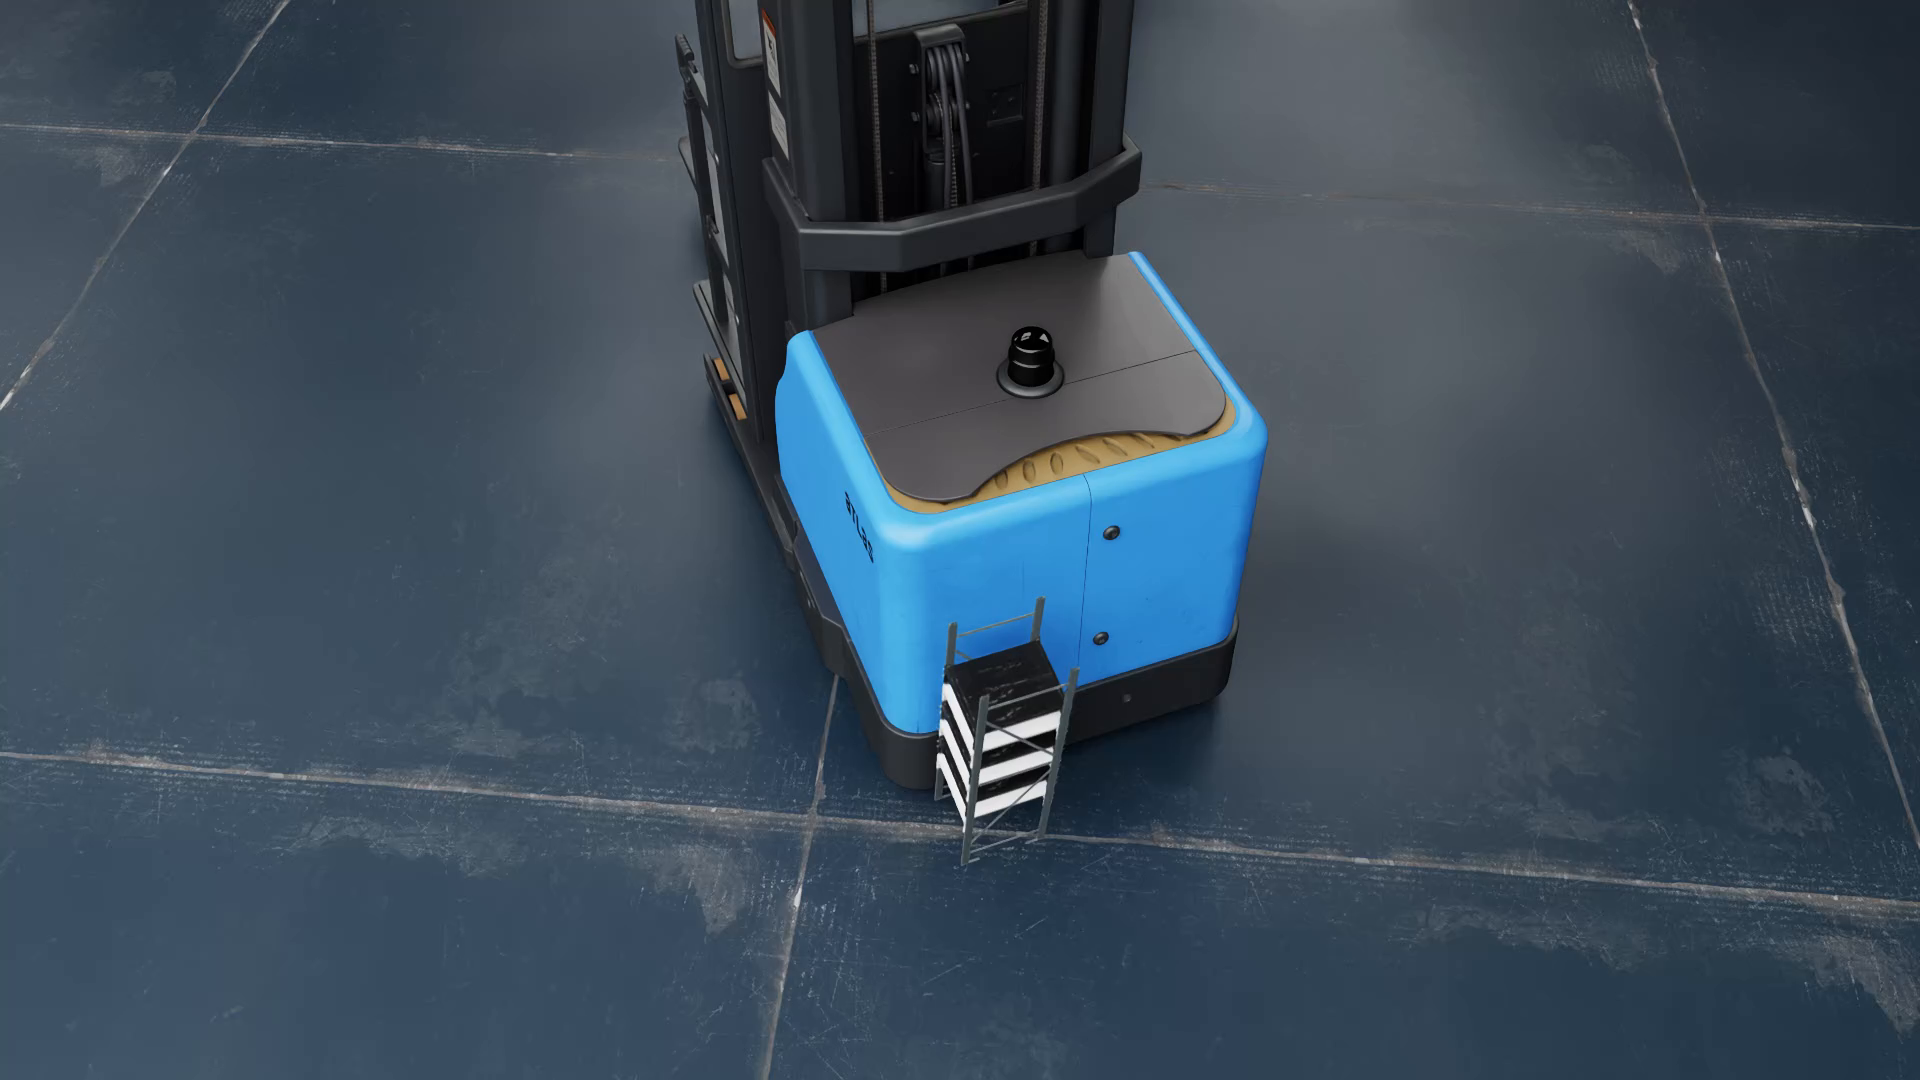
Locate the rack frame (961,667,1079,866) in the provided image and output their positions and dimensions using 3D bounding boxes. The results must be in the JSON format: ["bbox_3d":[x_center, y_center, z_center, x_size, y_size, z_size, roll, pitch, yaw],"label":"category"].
[{"bbox_3d":[0.136,0.580,4.114,0.240,0.900,0.006,-16,57,-14],"label":"rack frame"}]

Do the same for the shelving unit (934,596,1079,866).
[{"bbox_3d":[0.101,0.501,4.167,0.258,0.900,0.210,-16,57,-14],"label":"shelving unit"}]

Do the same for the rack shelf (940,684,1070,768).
[{"bbox_3d":[0.108,0.417,4.048,0.258,0.077,0.200,-16,57,-14],"label":"rack shelf"}]

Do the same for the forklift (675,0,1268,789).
[{"bbox_3d":[-0.221,-1.419,4.562,1.130,2.935,3.031,-16,49,-14],"label":"forklift"}]

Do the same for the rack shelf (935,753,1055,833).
[{"bbox_3d":[0.090,0.624,4.342,0.258,0.077,0.200,-16,57,-14],"label":"rack shelf"}]

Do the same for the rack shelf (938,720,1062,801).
[{"bbox_3d":[0.099,0.520,4.195,0.258,0.077,0.200,-16,57,-14],"label":"rack shelf"}]

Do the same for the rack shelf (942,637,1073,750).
[{"bbox_3d":[0.112,0.365,3.974,0.258,0.077,0.200,-16,57,-14],"label":"rack shelf"}]

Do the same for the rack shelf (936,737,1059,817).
[{"bbox_3d":[0.095,0.572,4.268,0.258,0.077,0.200,-16,57,-14],"label":"rack shelf"}]

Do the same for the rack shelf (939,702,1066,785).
[{"bbox_3d":[0.103,0.469,4.121,0.258,0.077,0.200,-16,57,-14],"label":"rack shelf"}]

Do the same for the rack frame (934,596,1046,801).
[{"bbox_3d":[0.065,0.423,4.221,0.240,0.900,0.006,-16,57,-14],"label":"rack frame"}]
